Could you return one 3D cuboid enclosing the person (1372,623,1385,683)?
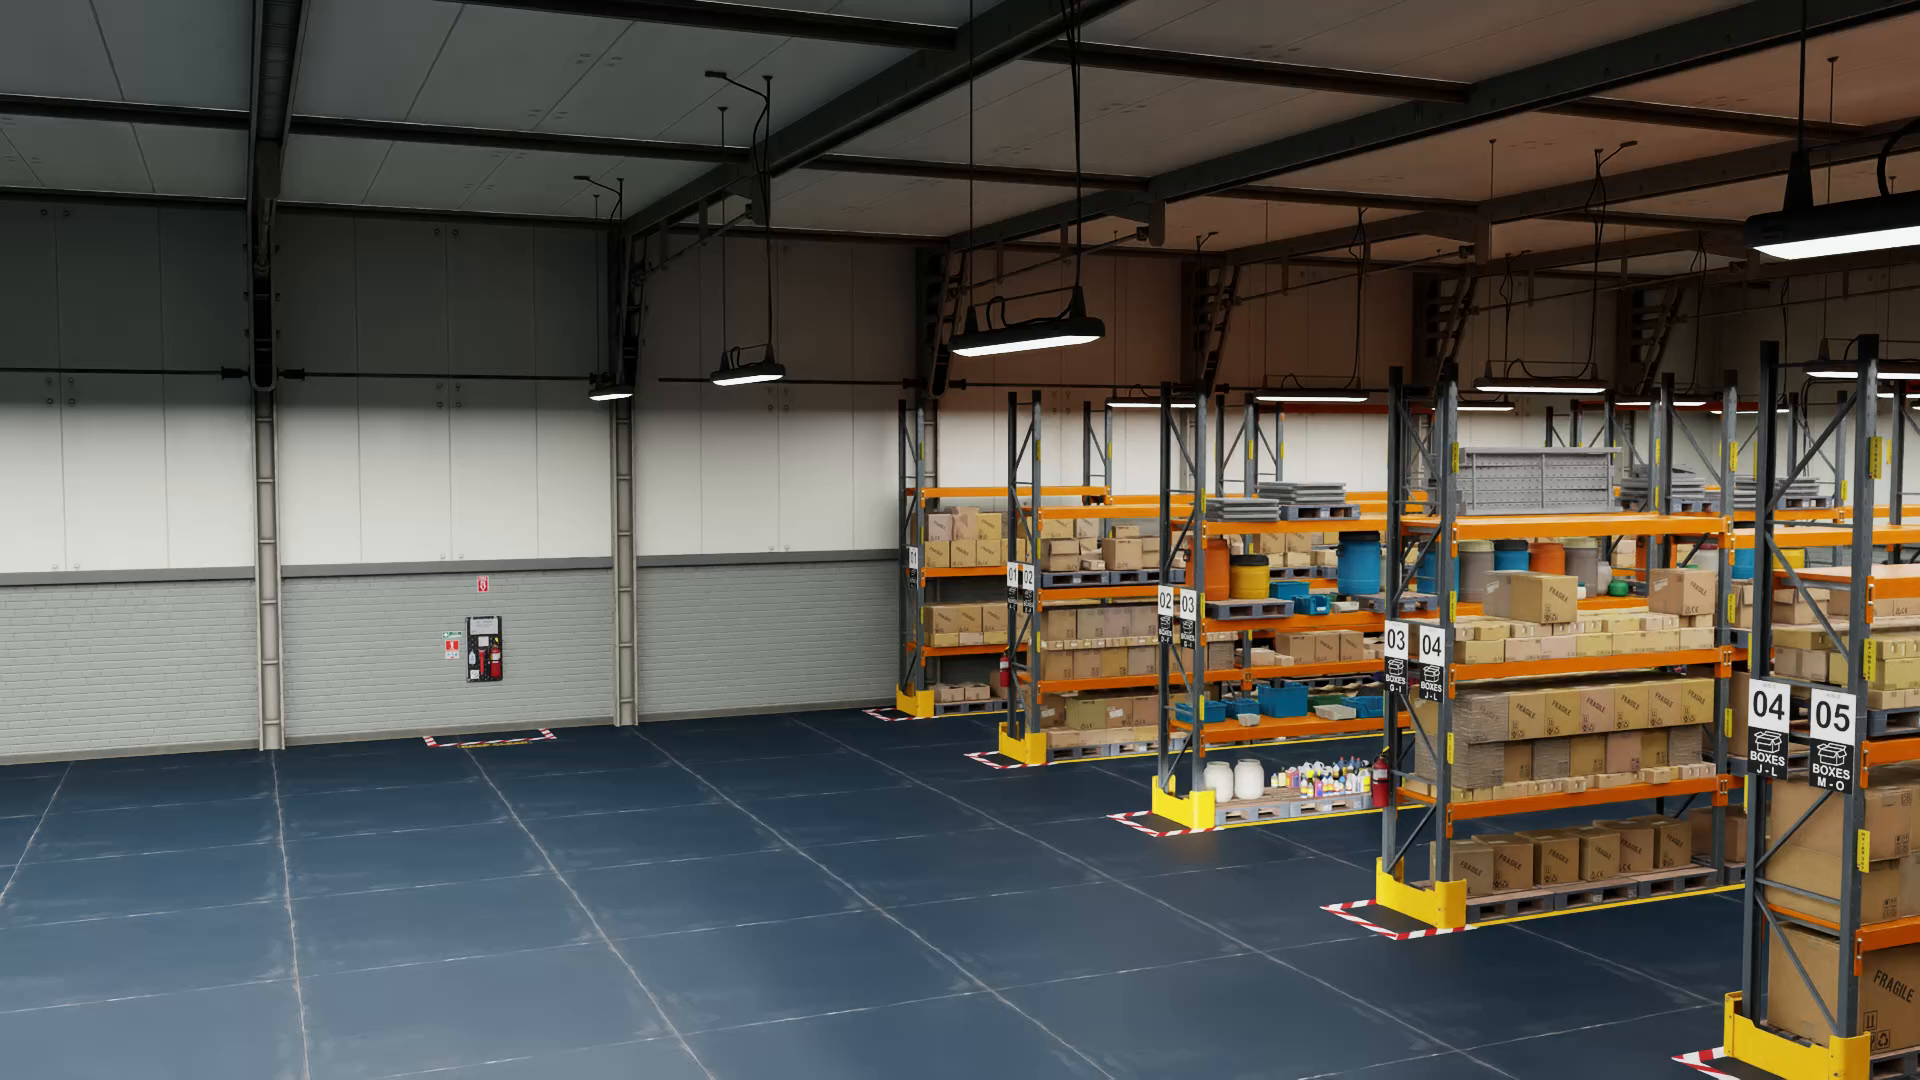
[{"bbox_3d":[8.722,2.374,33.866,1.069,1.579,0.473,-3,4,-38],"label":"person"}]
